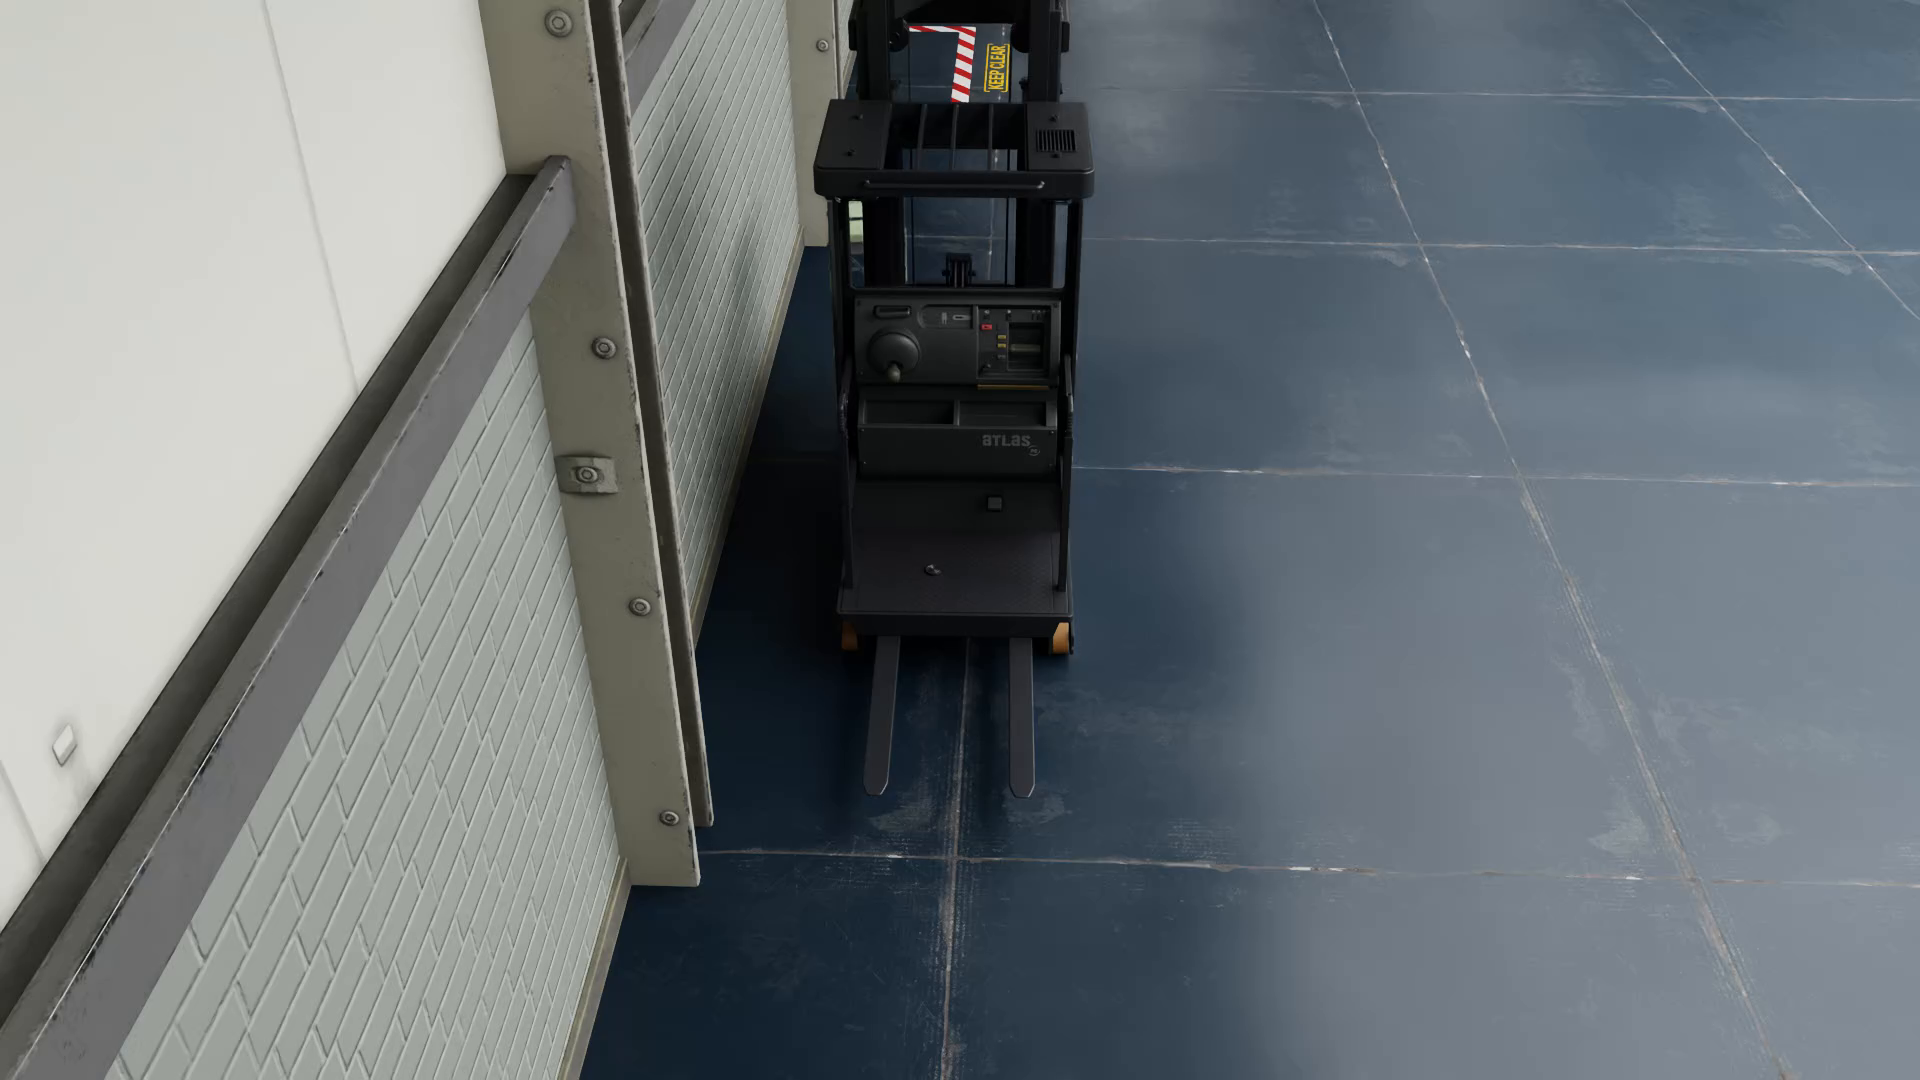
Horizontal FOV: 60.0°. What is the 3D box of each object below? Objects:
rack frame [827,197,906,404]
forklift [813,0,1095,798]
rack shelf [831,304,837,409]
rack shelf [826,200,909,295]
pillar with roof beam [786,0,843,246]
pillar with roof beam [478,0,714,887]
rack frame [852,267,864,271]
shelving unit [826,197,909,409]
[{"bbox_3d":[-0.486,-1.146,9.022,0.400,1.500,0.023,-3,35,-4],"label":"rack frame"},{"bbox_3d":[-0.014,-0.838,7.339,1.130,2.935,3.031,1,35,1],"label":"forklift"},{"bbox_3d":[-0.514,-1.089,9.508,0.431,0.370,0.720,-3,35,-4],"label":"rack shelf"},{"bbox_3d":[-0.514,-1.675,9.096,0.431,0.370,0.720,-3,35,-4],"label":"rack shelf"},{"bbox_3d":[3.340,-5.749,9.050,9.100,9.000,0.400,1,35,2],"label":"pillar with roof beam"},{"bbox_3d":[3.099,-2.302,4.145,9.100,9.000,0.400,1,35,2],"label":"pillar with roof beam"},{"bbox_3d":[-0.543,-1.566,9.619,0.400,1.500,0.023,-3,35,-4],"label":"rack frame"},{"bbox_3d":[-0.514,-1.356,9.321,0.431,1.500,0.755,-3,35,-4],"label":"shelving unit"}]
